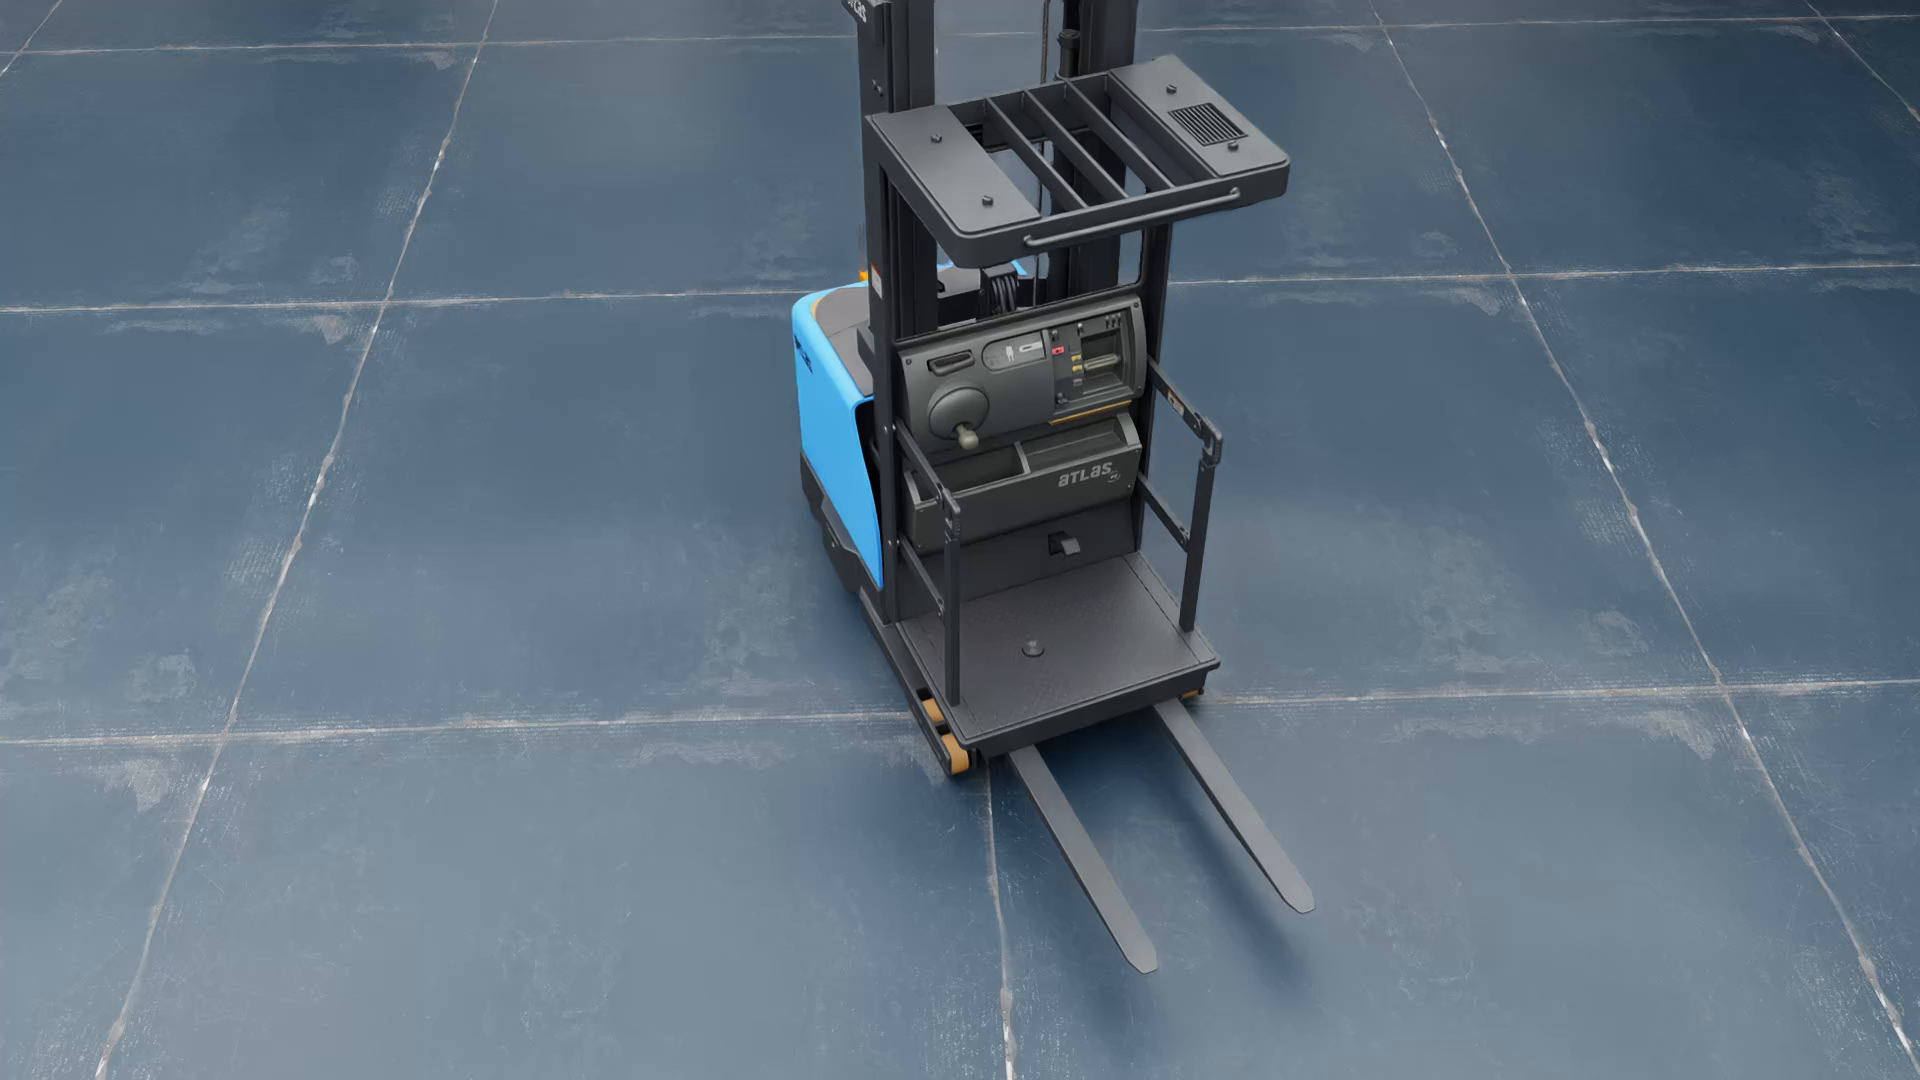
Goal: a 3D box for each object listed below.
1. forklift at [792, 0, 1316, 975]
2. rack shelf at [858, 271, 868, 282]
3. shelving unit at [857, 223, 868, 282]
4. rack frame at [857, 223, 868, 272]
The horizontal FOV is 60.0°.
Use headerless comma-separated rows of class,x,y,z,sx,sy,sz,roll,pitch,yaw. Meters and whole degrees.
forklift,0.323,-0.509,5.785,1.130,2.935,3.031,-16,45,-17
rack shelf,-0.291,-1.111,7.256,0.258,0.103,0.180,-16,45,-17
shelving unit,-0.291,-0.878,7.469,0.258,1.200,0.189,-16,45,-17
rack frame,-0.327,-0.935,7.532,0.240,1.200,0.006,-16,45,-17
